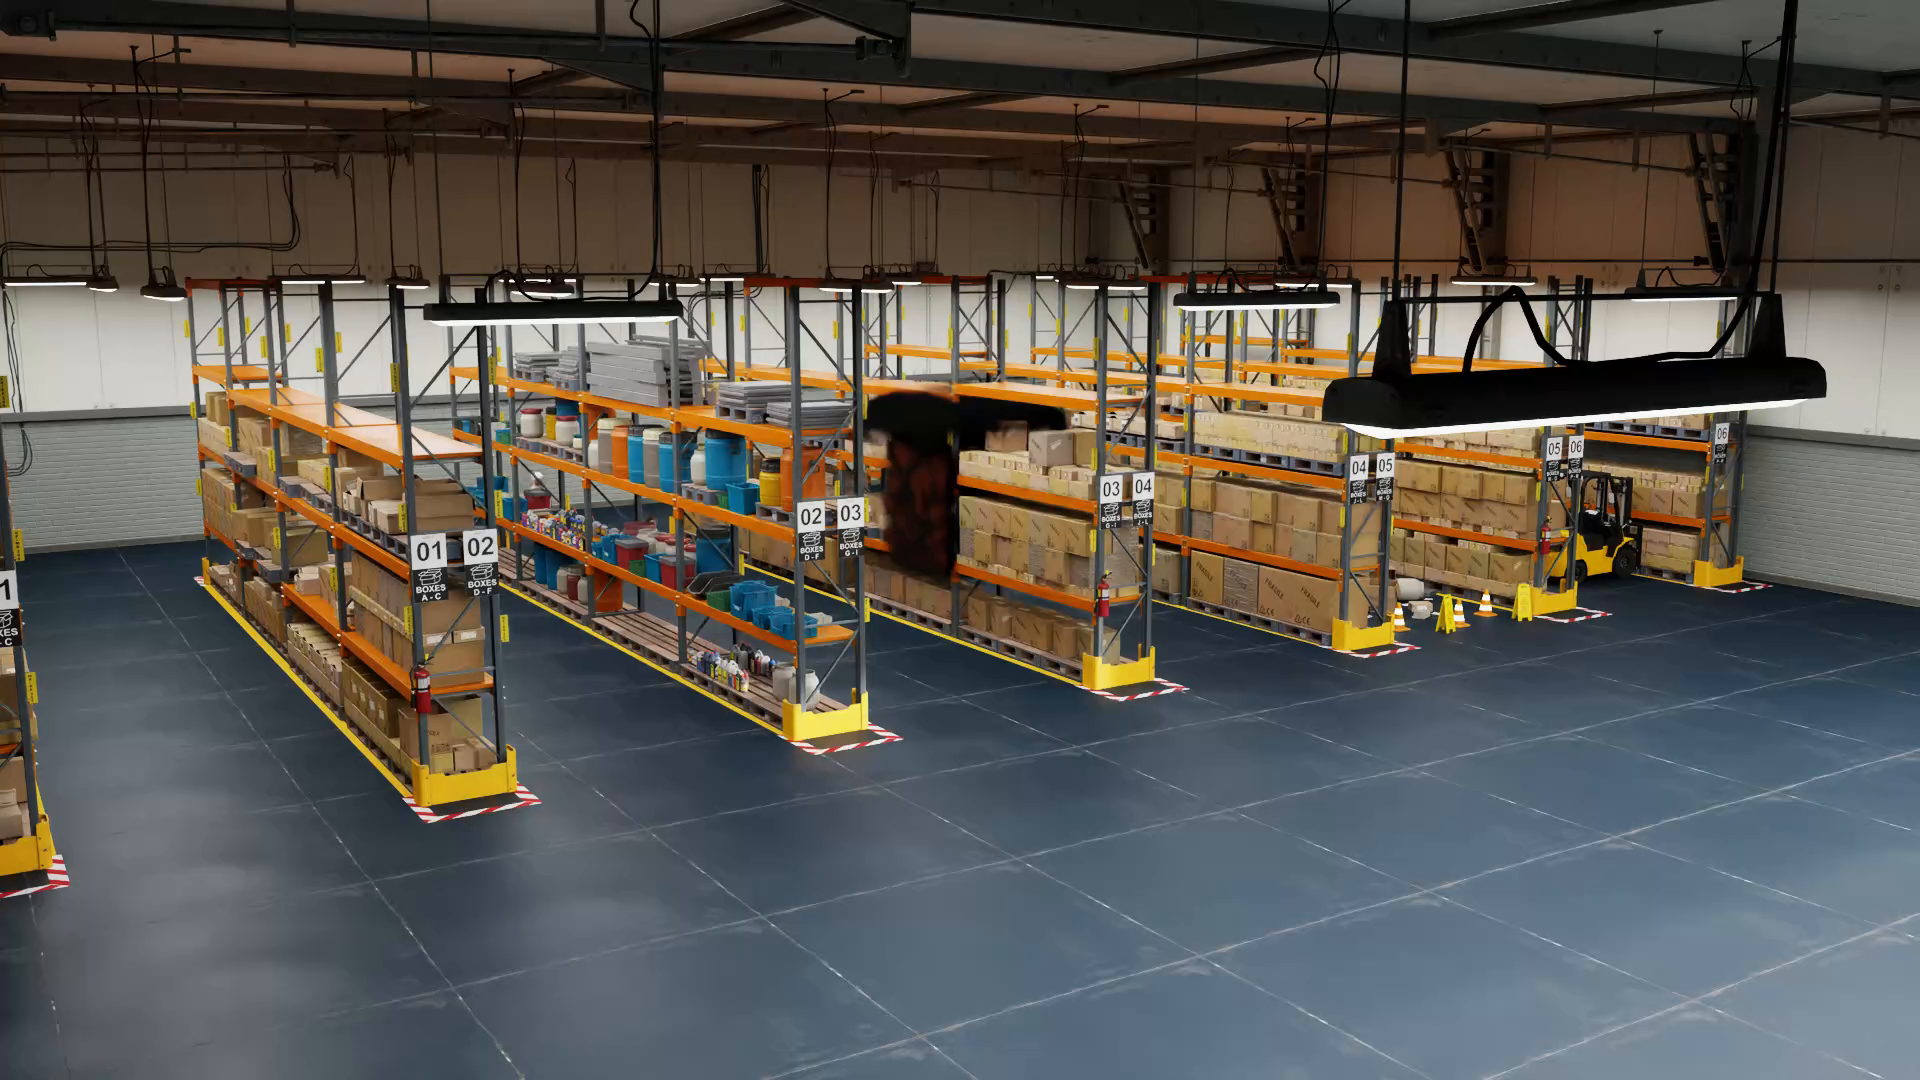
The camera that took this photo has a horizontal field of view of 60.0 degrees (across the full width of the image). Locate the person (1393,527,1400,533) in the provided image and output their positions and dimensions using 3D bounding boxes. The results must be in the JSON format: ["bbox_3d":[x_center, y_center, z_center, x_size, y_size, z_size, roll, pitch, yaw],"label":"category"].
[{"bbox_3d":[9.531,-0.516,35.956,0.707,1.719,0.712,-9,13,-44],"label":"person"}]

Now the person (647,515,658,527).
[{"bbox_3d":[-6.174,0.152,32.857,0.953,1.391,0.577,8,13,41],"label":"person"}]

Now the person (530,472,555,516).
[{"bbox_3d":[-9.279,-0.673,36.819,0.656,1.723,0.738,5,11,26],"label":"person"}]
